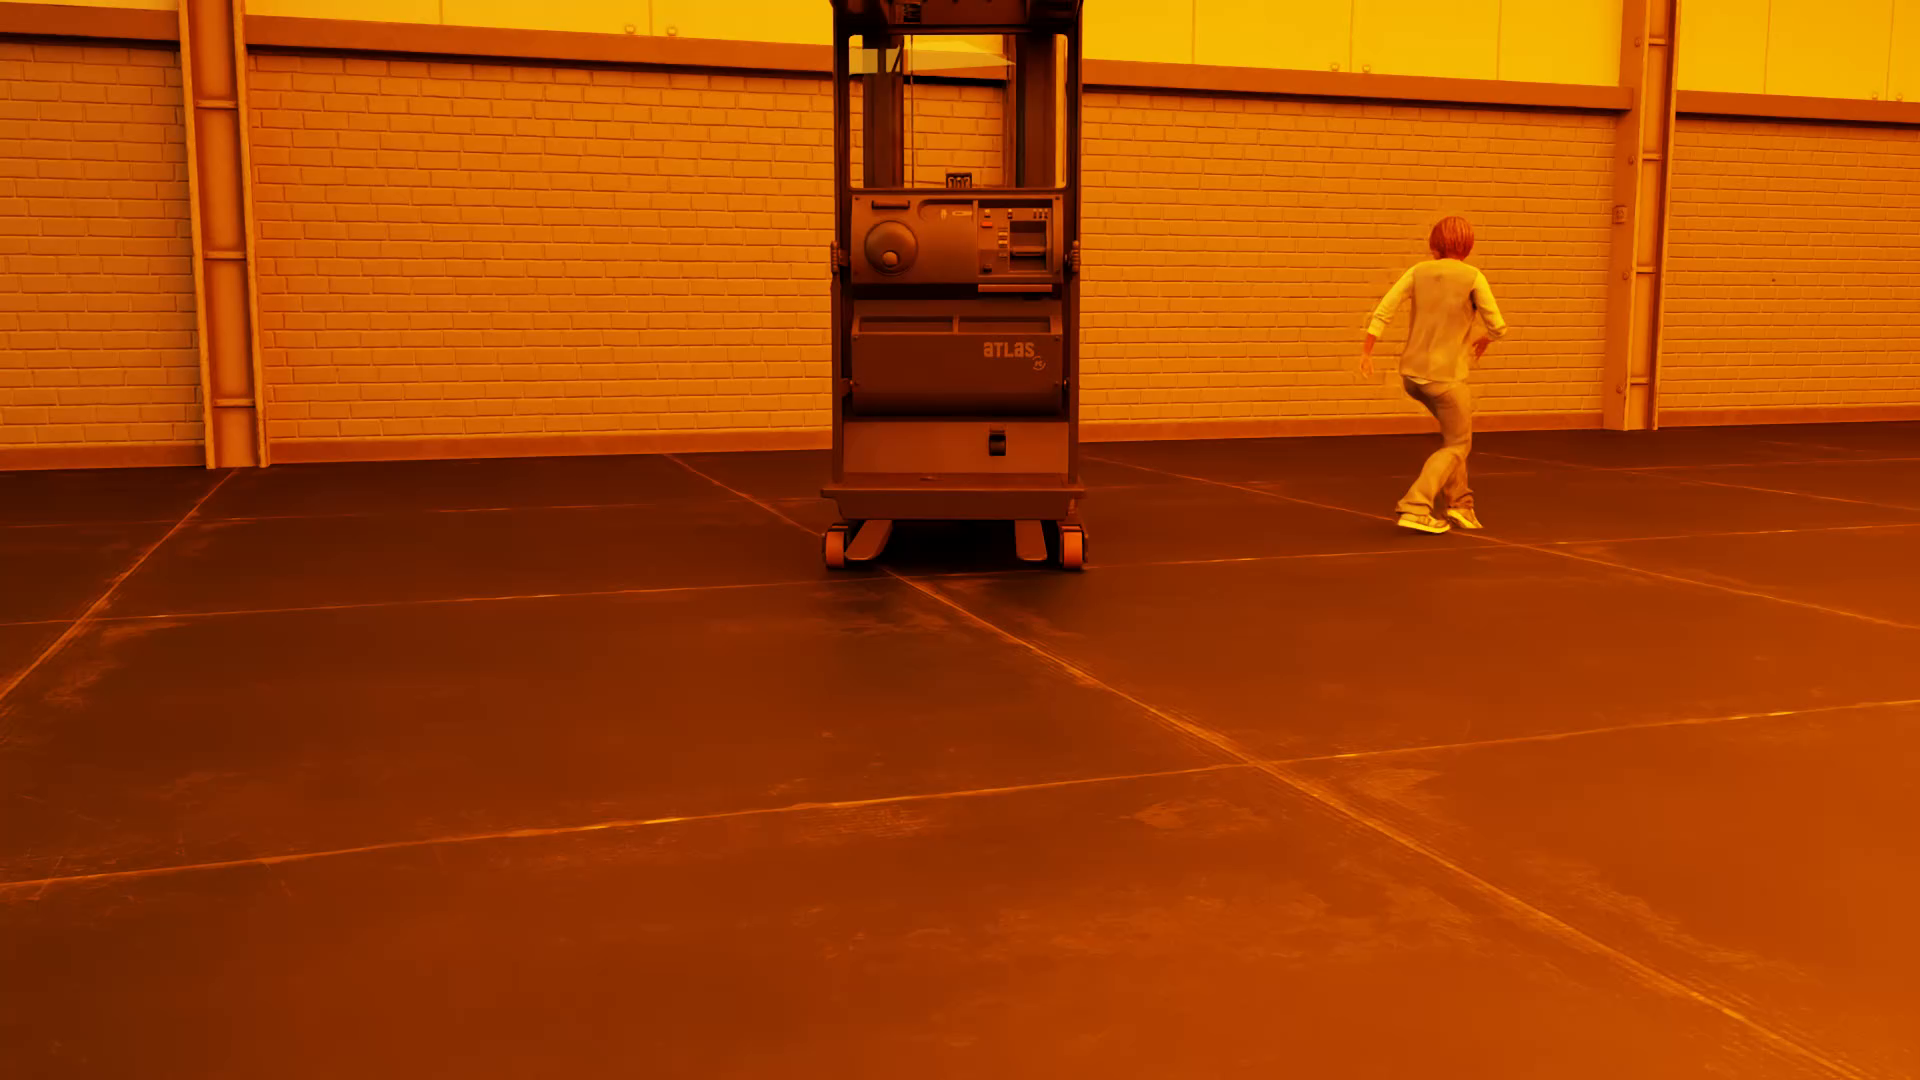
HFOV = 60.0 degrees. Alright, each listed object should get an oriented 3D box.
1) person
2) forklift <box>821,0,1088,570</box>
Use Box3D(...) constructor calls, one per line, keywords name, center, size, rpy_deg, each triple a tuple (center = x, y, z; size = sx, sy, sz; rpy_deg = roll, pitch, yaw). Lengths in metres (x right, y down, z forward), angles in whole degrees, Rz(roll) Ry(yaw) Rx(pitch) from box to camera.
Box3D(name="person", center=(2.356, -0.777, 8.133), size=(0.726, 1.583, 0.476), rpy_deg=(-5, 9, -30))
Box3D(name="forklift", center=(-0.016, -1.368, 7.104), size=(1.130, 2.935, 3.031), rpy_deg=(0, 8, 1))
